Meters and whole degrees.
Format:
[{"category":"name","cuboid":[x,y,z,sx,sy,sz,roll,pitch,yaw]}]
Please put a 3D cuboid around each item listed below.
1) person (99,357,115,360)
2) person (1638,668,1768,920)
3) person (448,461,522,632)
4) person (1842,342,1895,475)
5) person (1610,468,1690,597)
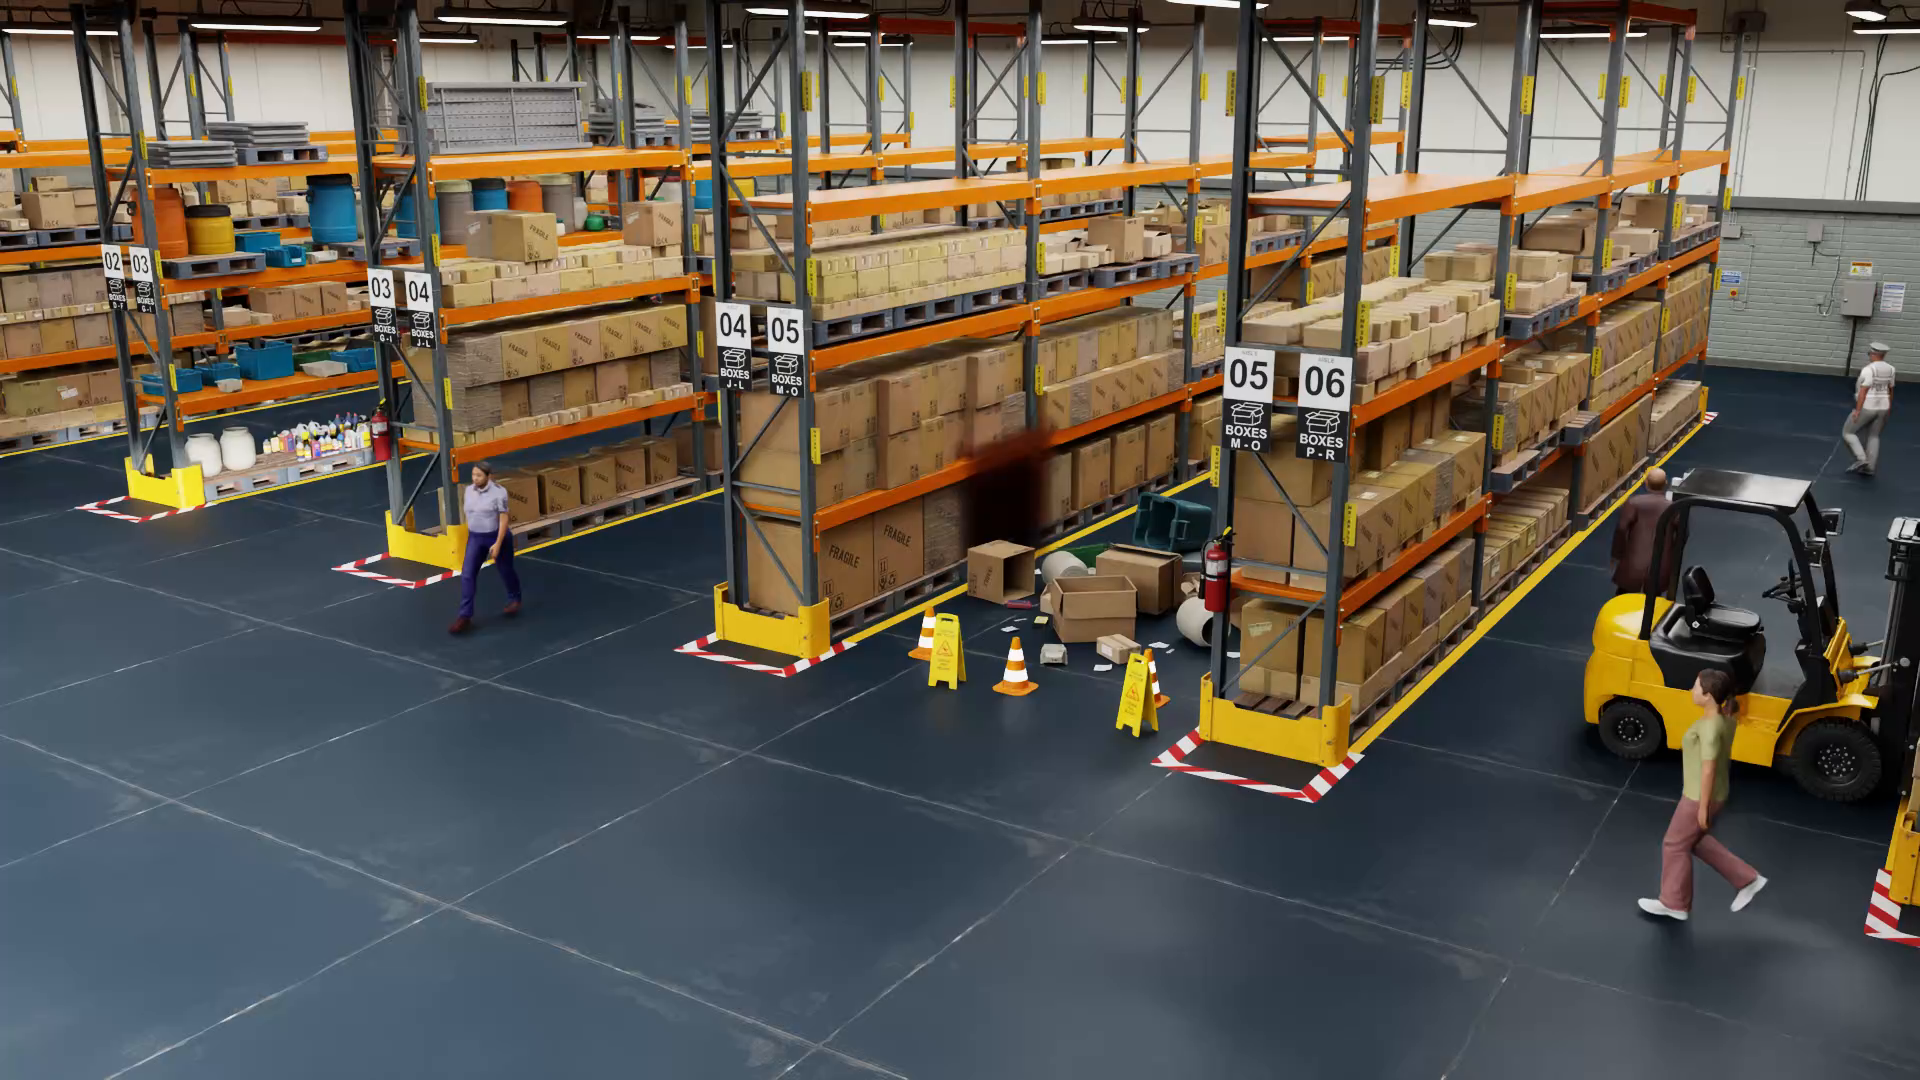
[{"category":"person","cuboid":[-14.192,-3.208,27.621,0.719,1.629,1.099,7,17,23]},{"category":"person","cuboid":[4.674,1.603,10.310,0.708,1.655,0.452,9,18,30]},{"category":"person","cuboid":[-4.607,0.011,16.114,0.517,1.596,0.956,2,16,7]},{"category":"person","cuboid":[12.178,-1.749,22.211,0.579,1.764,0.459,-4,16,-13]},{"category":"person","cuboid":[6.298,0.232,15.204,0.659,1.721,0.731,4,16,15]}]
